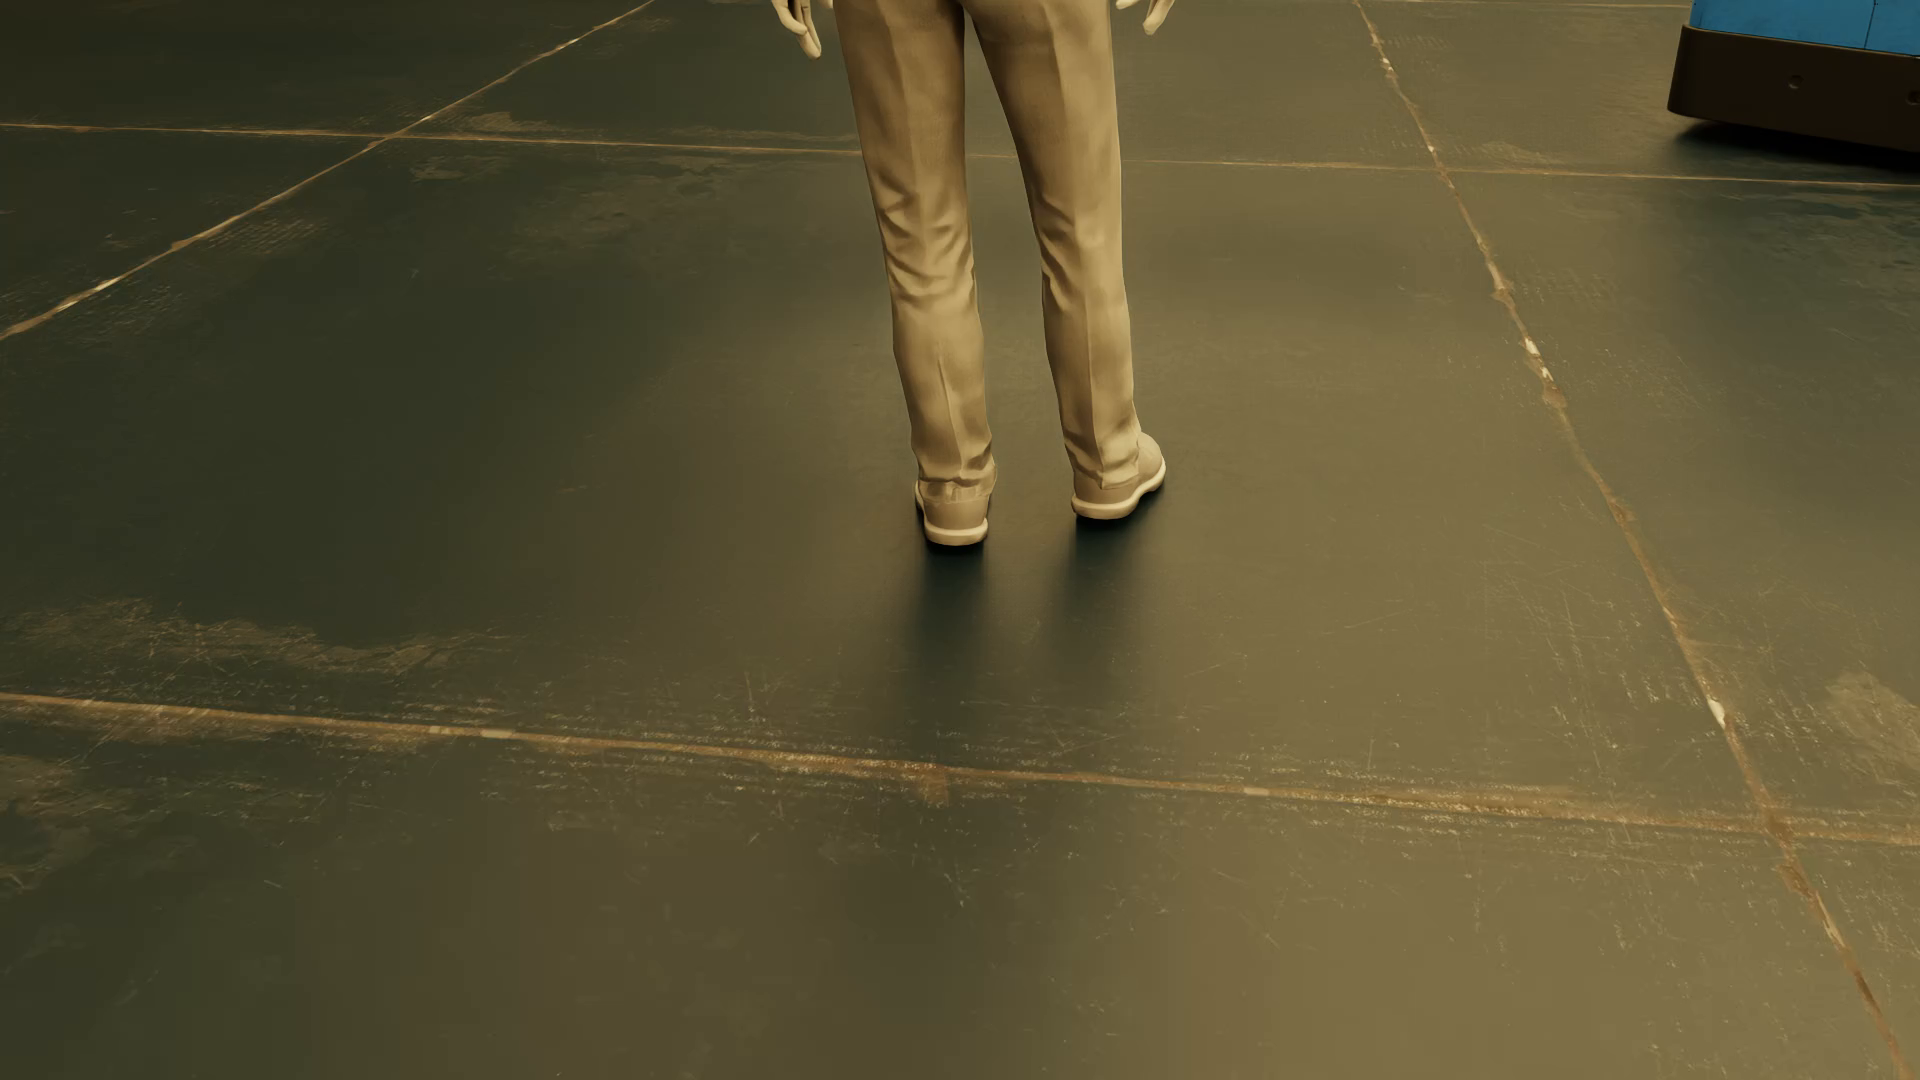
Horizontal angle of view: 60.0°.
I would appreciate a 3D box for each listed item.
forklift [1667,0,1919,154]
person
[{"bbox_3d":[3.472,-2.798,4.825,3.031,2.935,1.130,-23,35,-39],"label":"forklift"},{"bbox_3d":[0.016,-0.795,2.179,0.586,1.694,0.530,3,27,7],"label":"person"}]
